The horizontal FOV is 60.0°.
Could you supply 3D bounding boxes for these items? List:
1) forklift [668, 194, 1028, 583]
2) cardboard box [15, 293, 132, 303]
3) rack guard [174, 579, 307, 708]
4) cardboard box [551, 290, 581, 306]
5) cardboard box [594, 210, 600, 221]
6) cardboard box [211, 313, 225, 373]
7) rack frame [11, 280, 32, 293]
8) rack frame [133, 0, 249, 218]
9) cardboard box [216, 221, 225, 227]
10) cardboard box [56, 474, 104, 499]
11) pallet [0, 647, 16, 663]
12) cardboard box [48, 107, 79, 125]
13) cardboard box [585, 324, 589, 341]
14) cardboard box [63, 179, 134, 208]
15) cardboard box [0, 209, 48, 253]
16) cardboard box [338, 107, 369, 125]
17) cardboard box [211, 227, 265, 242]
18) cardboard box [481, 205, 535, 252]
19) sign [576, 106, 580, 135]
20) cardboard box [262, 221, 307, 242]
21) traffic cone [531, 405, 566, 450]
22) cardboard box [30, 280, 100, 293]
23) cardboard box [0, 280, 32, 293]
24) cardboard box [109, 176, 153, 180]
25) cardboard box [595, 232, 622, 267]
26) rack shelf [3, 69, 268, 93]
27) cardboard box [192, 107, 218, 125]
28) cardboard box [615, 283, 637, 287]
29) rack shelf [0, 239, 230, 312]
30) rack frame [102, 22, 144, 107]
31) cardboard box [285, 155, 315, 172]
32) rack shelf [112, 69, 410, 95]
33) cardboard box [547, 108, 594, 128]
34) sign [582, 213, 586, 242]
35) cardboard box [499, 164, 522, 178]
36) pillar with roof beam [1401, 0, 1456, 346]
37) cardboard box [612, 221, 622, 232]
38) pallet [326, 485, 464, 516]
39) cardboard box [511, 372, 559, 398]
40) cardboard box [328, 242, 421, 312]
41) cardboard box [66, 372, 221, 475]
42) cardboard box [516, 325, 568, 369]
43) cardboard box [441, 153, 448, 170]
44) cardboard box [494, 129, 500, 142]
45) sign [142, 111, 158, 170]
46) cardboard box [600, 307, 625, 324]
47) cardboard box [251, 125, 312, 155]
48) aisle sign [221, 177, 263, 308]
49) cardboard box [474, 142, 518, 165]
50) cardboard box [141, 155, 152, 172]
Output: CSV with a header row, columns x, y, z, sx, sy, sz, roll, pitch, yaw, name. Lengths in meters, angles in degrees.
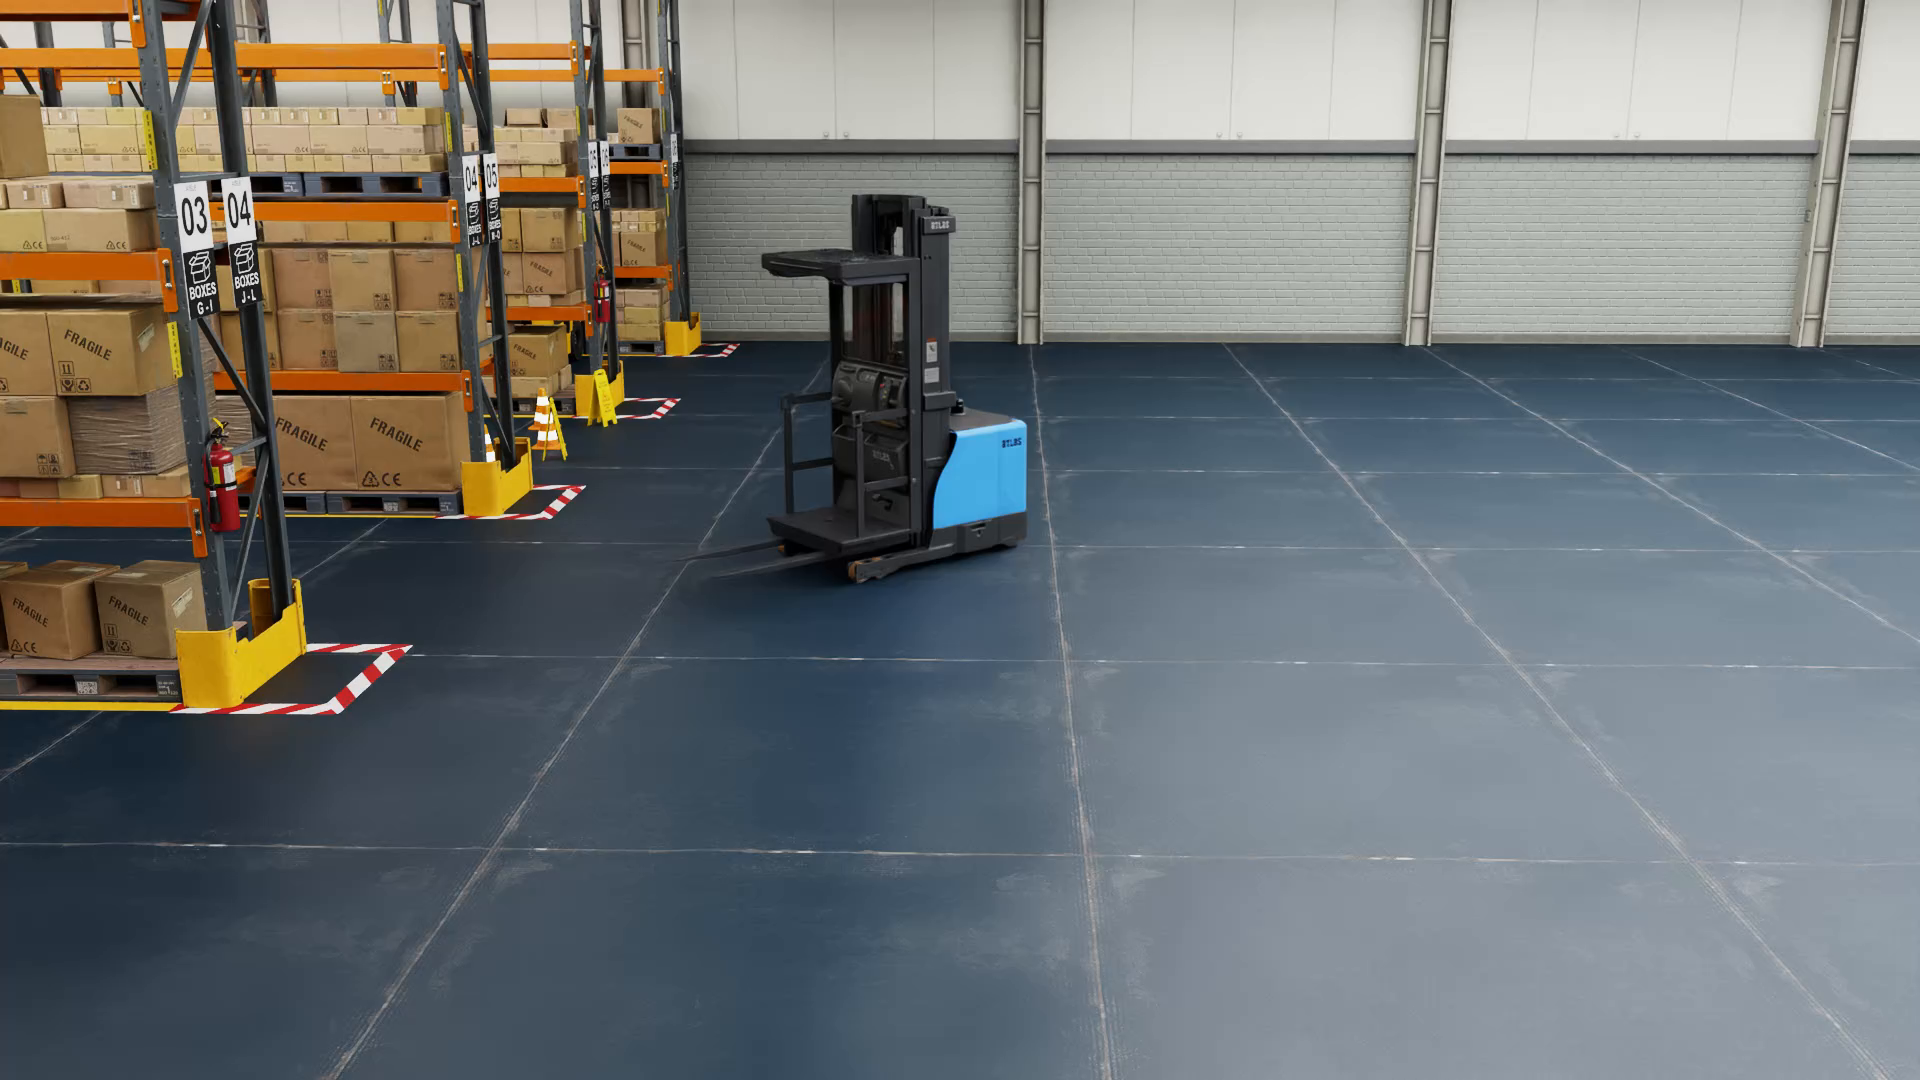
x,y,z,sx,sy,sz,roll,pitch,yaw,name
-0.889,-1.232,13.265,3.031,2.935,1.130,-12,19,-38,forklift
-5.645,-1.304,10.665,0.500,0.500,0.500,0,15,1,cardboard box
-4.678,0.658,10.868,0.348,0.500,1.175,0,15,1,rack guard
-4.728,-2.904,19.960,0.250,0.149,0.380,1,15,3,cardboard box
-5.346,-4.807,24.630,0.250,0.149,0.380,0,15,2,cardboard box
-6.917,-1.883,15.302,0.550,0.550,0.875,0,15,1,cardboard box
-8.373,-1.841,15.437,0.127,3.000,1.000,0,15,1,rack frame
-4.602,-3.451,9.782,0.127,3.000,1.000,0,15,1,rack frame
-10.874,-4.692,24.775,0.250,0.149,0.380,1,15,2,cardboard box
-5.393,-0.369,10.350,0.250,0.149,0.380,0,15,1,cardboard box
-6.706,0.774,10.992,1.213,0.211,1.003,0,15,1,pallet
-7.762,-3.716,14.576,0.250,0.149,0.380,0,15,1,cardboard box
-5.700,-3.151,24.970,0.500,0.250,0.500,1,15,2,cardboard box
-5.145,-2.075,9.958,0.250,0.149,0.380,0,15,0,cardboard box
-5.590,-1.869,9.959,0.500,0.250,0.500,0,15,2,cardboard box
-5.226,-3.700,14.514,0.250,0.149,0.380,1,15,2,cardboard box
-8.809,-3.575,20.409,0.500,0.500,0.500,1,15,3,cardboard box
-5.371,-3.706,19.769,0.500,0.500,0.700,1,15,2,cardboard box
-4.383,-4.815,19.094,0.005,0.325,0.100,0,15,1,sign
-7.913,-3.721,19.826,0.500,0.500,0.700,0,15,1,cardboard box
-4.500,-1.240,18.132,0.334,0.463,0.336,0,15,1,traffic cone
-8.005,-2.424,15.238,0.550,0.550,0.875,0,15,1,cardboard box
-8.870,-2.374,15.304,0.500,0.500,0.700,0,15,0,cardboard box
-5.128,-2.208,10.463,0.250,0.149,0.380,1,15,3,cardboard box
-5.243,-4.334,24.691,0.500,0.500,0.500,1,15,3,cardboard box
-10.347,-5.476,19.652,4.000,0.370,1.077,0,15,1,rack shelf
-6.497,-3.708,14.544,0.250,0.149,0.380,0,15,1,cardboard box
-5.201,-3.754,25.297,0.500,0.250,0.500,0,15,2,cardboard box
-6.601,-1.666,10.305,4.000,0.370,1.077,0,15,1,rack shelf
-12.223,-7.297,24.356,0.127,3.000,1.000,0,15,1,rack frame
-5.733,-3.317,14.627,0.250,0.149,0.380,0,15,1,cardboard box
-10.224,-6.742,24.449,4.000,0.370,1.077,0,15,1,rack shelf
-5.696,-6.067,24.359,0.500,0.500,0.700,0,15,2,cardboard box
-4.383,-3.649,19.402,0.005,0.325,0.100,0,15,1,sign
-5.227,-4.341,19.528,0.250,0.149,0.380,1,15,3,cardboard box
6.987,-6.303,20.589,0.400,9.000,9.100,0,15,1,pillar with roof beam
-5.094,-4.648,24.609,0.250,0.149,0.380,1,15,2,cardboard box
-5.176,-0.452,15.639,1.213,0.211,1.003,0,15,1,pallet
-5.188,-1.888,20.184,0.500,0.250,0.500,0,15,1,cardboard box
-5.296,-2.402,15.153,0.550,0.550,0.875,0,15,1,cardboard box
-5.151,-0.753,10.536,0.500,0.500,0.875,0,15,1,cardboard box
-5.172,-2.390,20.615,0.500,0.500,0.500,0,15,0,cardboard box
-4.709,-3.479,15.240,0.250,0.149,0.380,0,15,2,cardboard box
-5.459,-4.742,19.485,0.250,0.149,0.380,0,15,2,cardboard box
-4.636,-2.288,9.515,0.005,0.325,0.100,0,15,1,sign
-5.222,-3.388,24.890,0.500,0.250,0.500,0,15,1,cardboard box
-5.873,-3.527,14.639,0.500,0.250,0.500,0,15,1,cardboard box
-4.532,-1.884,10.504,0.004,0.787,0.394,0,15,1,aisle sign
-5.370,-4.541,19.503,0.500,0.250,0.500,0,15,1,cardboard box
-7.001,-3.326,14.660,0.250,0.149,0.380,0,15,1,cardboard box
